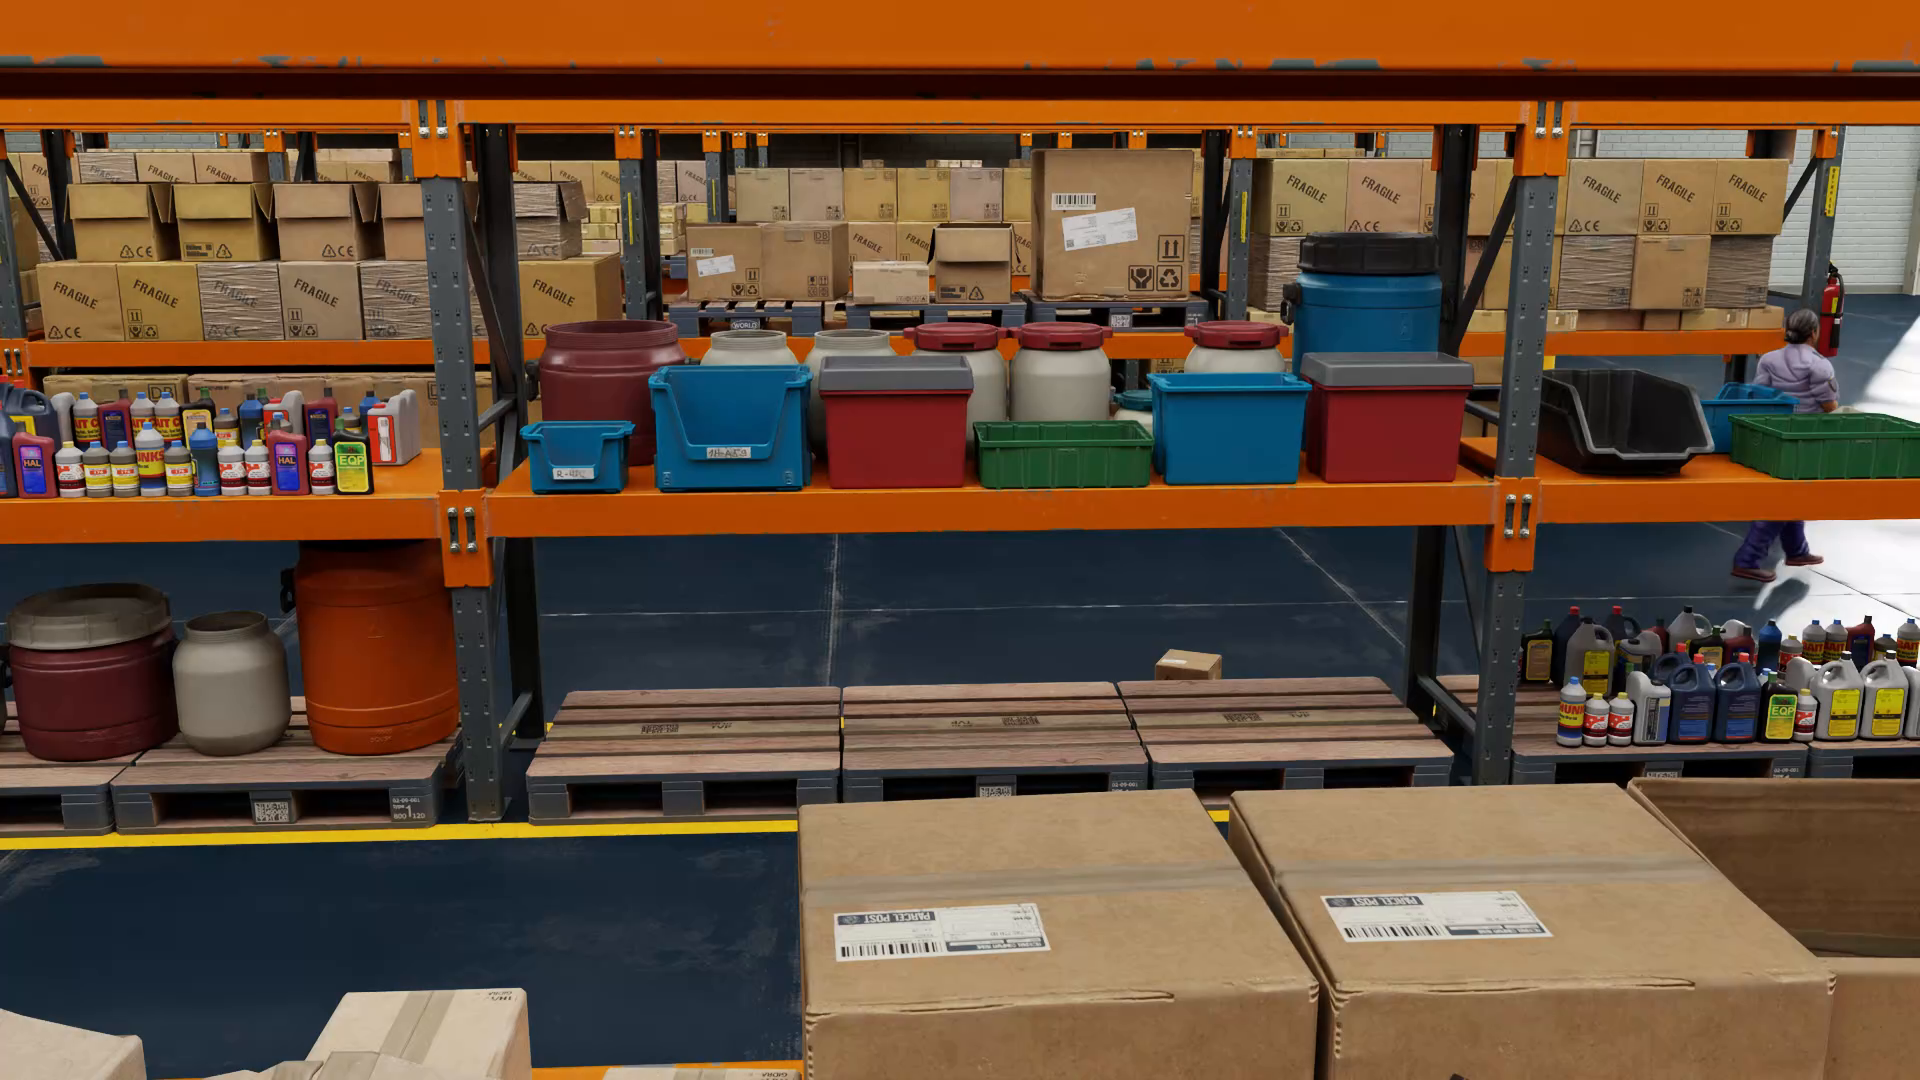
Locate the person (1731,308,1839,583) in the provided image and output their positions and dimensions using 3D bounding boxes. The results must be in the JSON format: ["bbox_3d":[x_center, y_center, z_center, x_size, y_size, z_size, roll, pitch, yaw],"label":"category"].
[{"bbox_3d":[4.962,-0.568,9.822,0.943,1.598,0.495,-6,15,-22],"label":"person"}]
